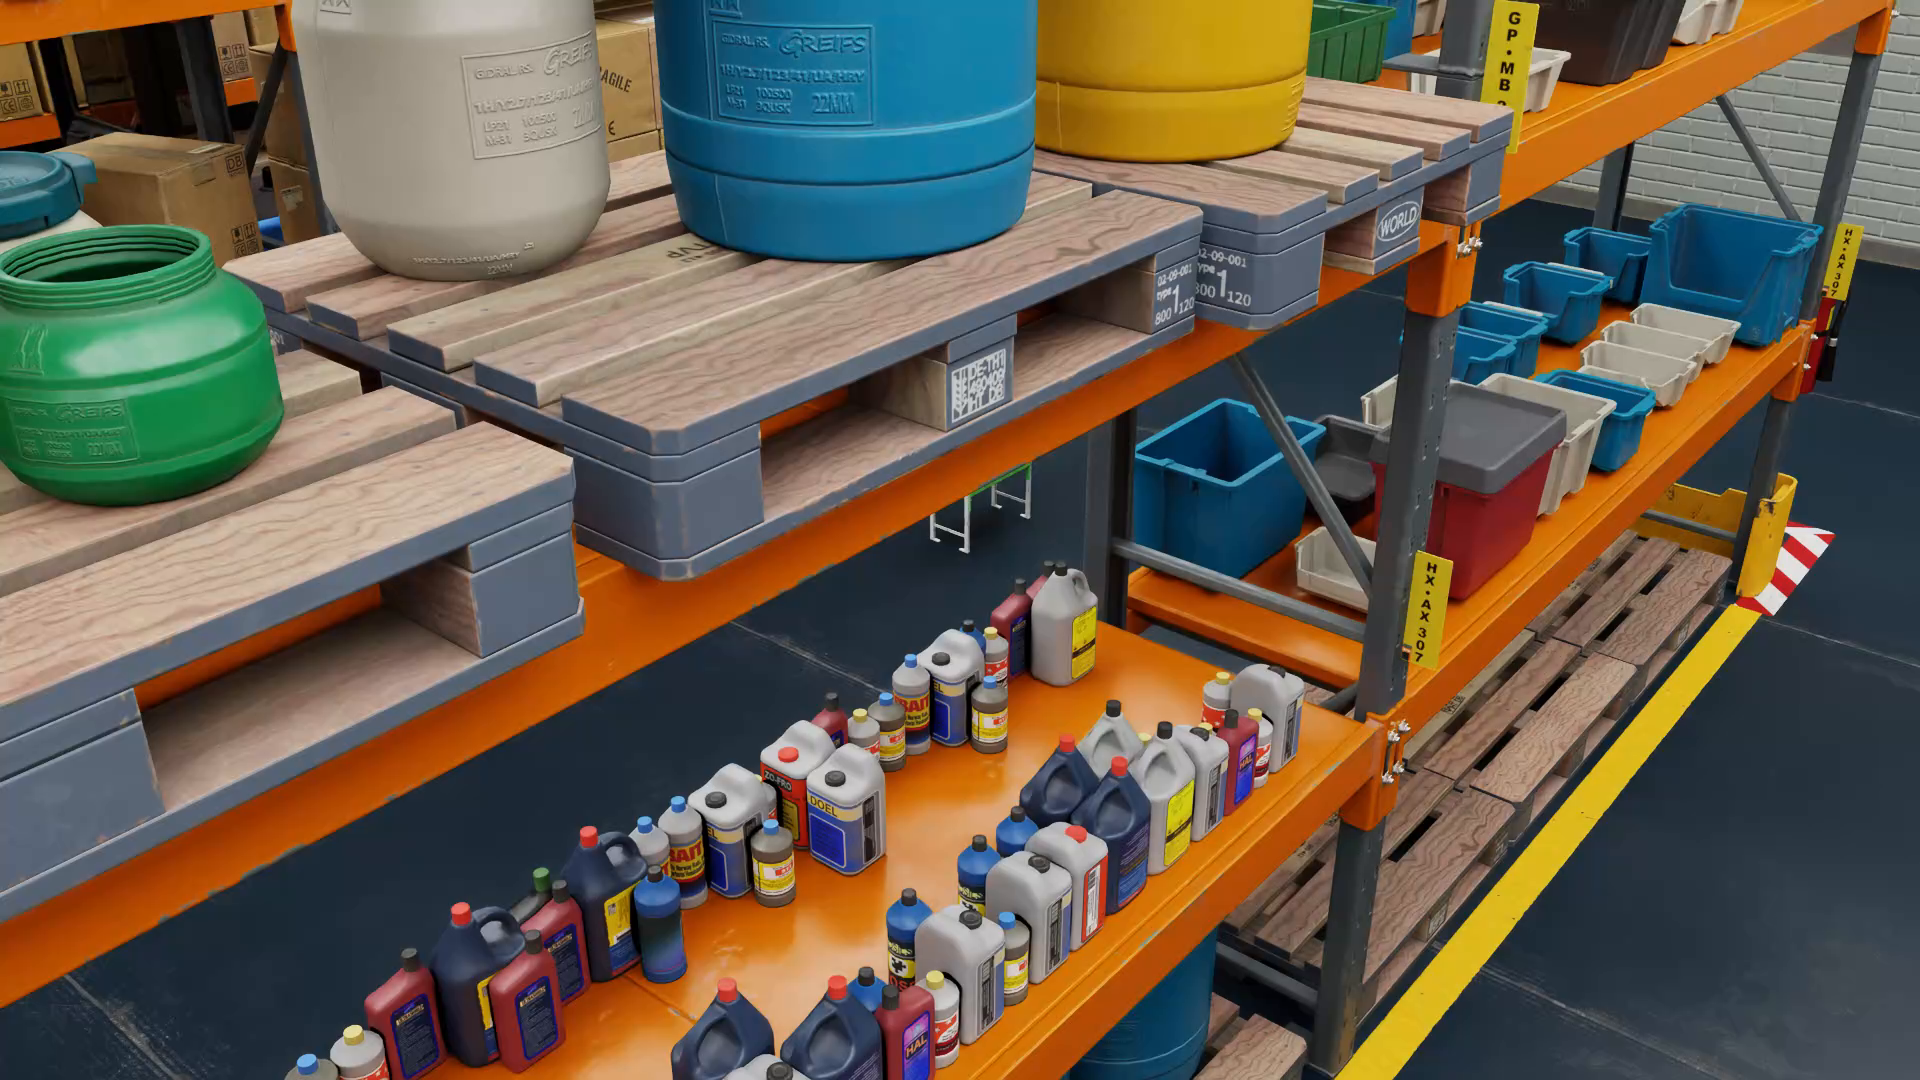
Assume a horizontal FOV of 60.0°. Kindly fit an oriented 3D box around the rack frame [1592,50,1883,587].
[{"bbox_3d":[3.335,-1.271,7.442,1.000,3.000,0.127,21,34,34],"label":"rack frame"}]

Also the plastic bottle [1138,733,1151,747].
[{"bbox_3d":[0.449,0.569,4.101,0.097,0.201,0.097,0,27,0],"label":"plastic bottle"}]

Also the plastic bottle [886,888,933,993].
[{"bbox_3d":[-0.105,0.847,3.488,0.097,0.271,0.097,0,27,0],"label":"plastic bottle"}]

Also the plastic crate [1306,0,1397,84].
[{"bbox_3d":[0.827,-1.330,4.522,0.450,0.188,0.662,21,34,34],"label":"plastic crate"}]

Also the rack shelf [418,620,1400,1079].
[{"bbox_3d":[-0.482,1.176,3.496,1.077,0.370,4.000,21,34,34],"label":"rack shelf"}]

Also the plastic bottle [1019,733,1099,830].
[{"bbox_3d":[0.229,0.614,3.852,0.144,0.351,0.185,21,34,34],"label":"plastic bottle"}]

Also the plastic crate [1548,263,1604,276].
[{"bbox_3d":[2.656,-1.100,7.333,0.250,0.136,0.298,21,34,34],"label":"plastic crate"}]

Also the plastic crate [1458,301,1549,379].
[{"bbox_3d":[2.086,-0.765,6.582,0.416,0.233,0.300,21,34,34],"label":"plastic crate"}]

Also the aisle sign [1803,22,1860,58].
[{"bbox_3d":[3.607,-2.366,6.729,0.394,0.787,0.004,21,34,34],"label":"aisle sign"}]

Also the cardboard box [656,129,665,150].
[{"bbox_3d":[-1.529,-1.987,8.718,0.500,0.500,0.500,20,34,34],"label":"cardboard box"}]

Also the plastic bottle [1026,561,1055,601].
[{"bbox_3d":[0.228,0.204,4.718,0.061,0.283,0.133,21,34,34],"label":"plastic bottle"}]

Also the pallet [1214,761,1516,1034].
[{"bbox_3d":[1.228,1.114,5.868,1.003,0.211,1.213,21,34,34],"label":"pallet"}]

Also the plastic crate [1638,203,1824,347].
[{"bbox_3d":[3.266,-1.140,7.086,0.616,0.435,0.499,21,34,34],"label":"plastic crate"}]

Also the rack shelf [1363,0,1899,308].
[{"bbox_3d":[2.063,-1.575,5.548,1.077,0.370,4.000,21,34,34],"label":"rack shelf"}]

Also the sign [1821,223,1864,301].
[{"bbox_3d":[3.769,-1.189,7.105,0.100,0.325,0.005,21,34,34],"label":"sign"}]

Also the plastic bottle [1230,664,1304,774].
[{"bbox_3d":[0.789,0.436,4.277,0.152,0.276,0.135,21,34,34],"label":"plastic bottle"}]

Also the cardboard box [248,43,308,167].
[{"bbox_3d":[-2.907,-2.045,7.742,0.500,0.500,0.500,21,34,35],"label":"cardboard box"}]

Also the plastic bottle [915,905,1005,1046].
[{"bbox_3d":[0.003,0.875,3.430,0.152,0.276,0.135,21,34,34],"label":"plastic bottle"}]

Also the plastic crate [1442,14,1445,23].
[{"bbox_3d":[1.687,-1.855,5.436,0.437,0.282,0.530,21,34,34],"label":"plastic crate"}]

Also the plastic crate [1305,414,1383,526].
[{"bbox_3d":[1.295,-0.233,5.669,0.437,0.125,0.590,21,34,34],"label":"plastic crate"}]

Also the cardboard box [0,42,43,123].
[{"bbox_3d":[-6.497,-3.069,10.592,0.980,0.700,0.700,21,34,35],"label":"cardboard box"}]

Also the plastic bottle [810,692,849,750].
[{"bbox_3d":[-0.337,0.519,4.109,0.061,0.283,0.133,21,34,34],"label":"plastic bottle"}]

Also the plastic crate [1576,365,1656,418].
[{"bbox_3d":[2.428,-0.524,6.220,0.298,0.136,0.250,21,34,34],"label":"plastic crate"}]

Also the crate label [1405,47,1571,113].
[{"bbox_3d":[1.325,-1.157,4.244,0.293,0.136,0.466,21,34,34],"label":"crate label"}]

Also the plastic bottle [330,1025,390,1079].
[{"bbox_3d":[-1.158,1.026,3.217,0.097,0.201,0.097,0,27,0],"label":"plastic bottle"}]

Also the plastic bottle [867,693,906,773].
[{"bbox_3d":[-0.188,0.486,4.263,0.097,0.201,0.097,0,27,0],"label":"plastic bottle"}]

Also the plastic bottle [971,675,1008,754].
[{"bbox_3d":[0.077,0.448,4.336,0.097,0.201,0.097,0,27,0],"label":"plastic bottle"}]

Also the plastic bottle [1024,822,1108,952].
[{"bbox_3d":[0.236,0.745,3.681,0.152,0.276,0.135,21,34,34],"label":"plastic bottle"}]

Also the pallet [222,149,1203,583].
[{"bbox_3d":[-0.352,-0.392,2.684,1.003,0.211,1.213,21,34,34],"label":"pallet"}]

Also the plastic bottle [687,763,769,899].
[{"bbox_3d":[-0.534,0.666,3.834,0.152,0.276,0.135,21,34,34],"label":"plastic bottle"}]

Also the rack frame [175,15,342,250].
[{"bbox_3d":[-3.029,-1.302,7.502,1.000,3.000,0.127,21,34,34],"label":"rack frame"}]

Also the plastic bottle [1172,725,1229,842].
[{"bbox_3d":[0.557,0.566,4.026,0.152,0.276,0.135,21,34,34],"label":"plastic bottle"}]

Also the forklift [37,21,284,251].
[{"bbox_3d":[-4.806,-2.025,8.974,1.130,2.935,3.031,21,34,35],"label":"forklift"}]

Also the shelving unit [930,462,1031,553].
[{"bbox_3d":[0.105,-0.592,8.088,0.258,1.200,0.503,21,34,34],"label":"shelving unit"}]

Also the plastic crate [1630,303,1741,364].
[{"bbox_3d":[2.956,-0.839,6.828,0.396,0.136,0.243,21,34,34],"label":"plastic crate"}]

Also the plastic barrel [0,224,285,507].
[{"bbox_3d":[-0.902,-0.193,1.806,0.294,0.245,0.294,0,27,0],"label":"plastic barrel"}]

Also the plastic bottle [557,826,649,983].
[{"bbox_3d":[-0.763,0.757,3.576,0.144,0.351,0.185,21,34,34],"label":"plastic bottle"}]

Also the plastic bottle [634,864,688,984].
[{"bbox_3d":[-0.642,0.812,3.556,0.097,0.271,0.097,0,27,0],"label":"plastic bottle"}]

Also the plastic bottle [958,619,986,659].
[{"bbox_3d":[0.022,0.338,4.473,0.097,0.271,0.097,0,27,0],"label":"plastic bottle"}]

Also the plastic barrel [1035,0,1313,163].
[{"bbox_3d":[0.367,-1.072,3.132,0.600,0.588,0.600,0,27,0],"label":"plastic barrel"}]

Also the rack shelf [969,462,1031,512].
[{"bbox_3d":[0.105,-0.322,8.227,0.258,0.148,0.480,21,34,34],"label":"rack shelf"}]

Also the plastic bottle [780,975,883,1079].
[{"bbox_3d":[-0.242,0.981,3.143,0.144,0.351,0.185,21,34,34],"label":"plastic bottle"}]

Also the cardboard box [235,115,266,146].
[{"bbox_3d":[-5.234,-3.088,12.512,0.380,0.149,0.250,21,34,35],"label":"cardboard box"}]

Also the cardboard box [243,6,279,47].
[{"bbox_3d":[-5.081,-3.855,12.110,0.980,0.700,0.700,20,34,34],"label":"cardboard box"}]
